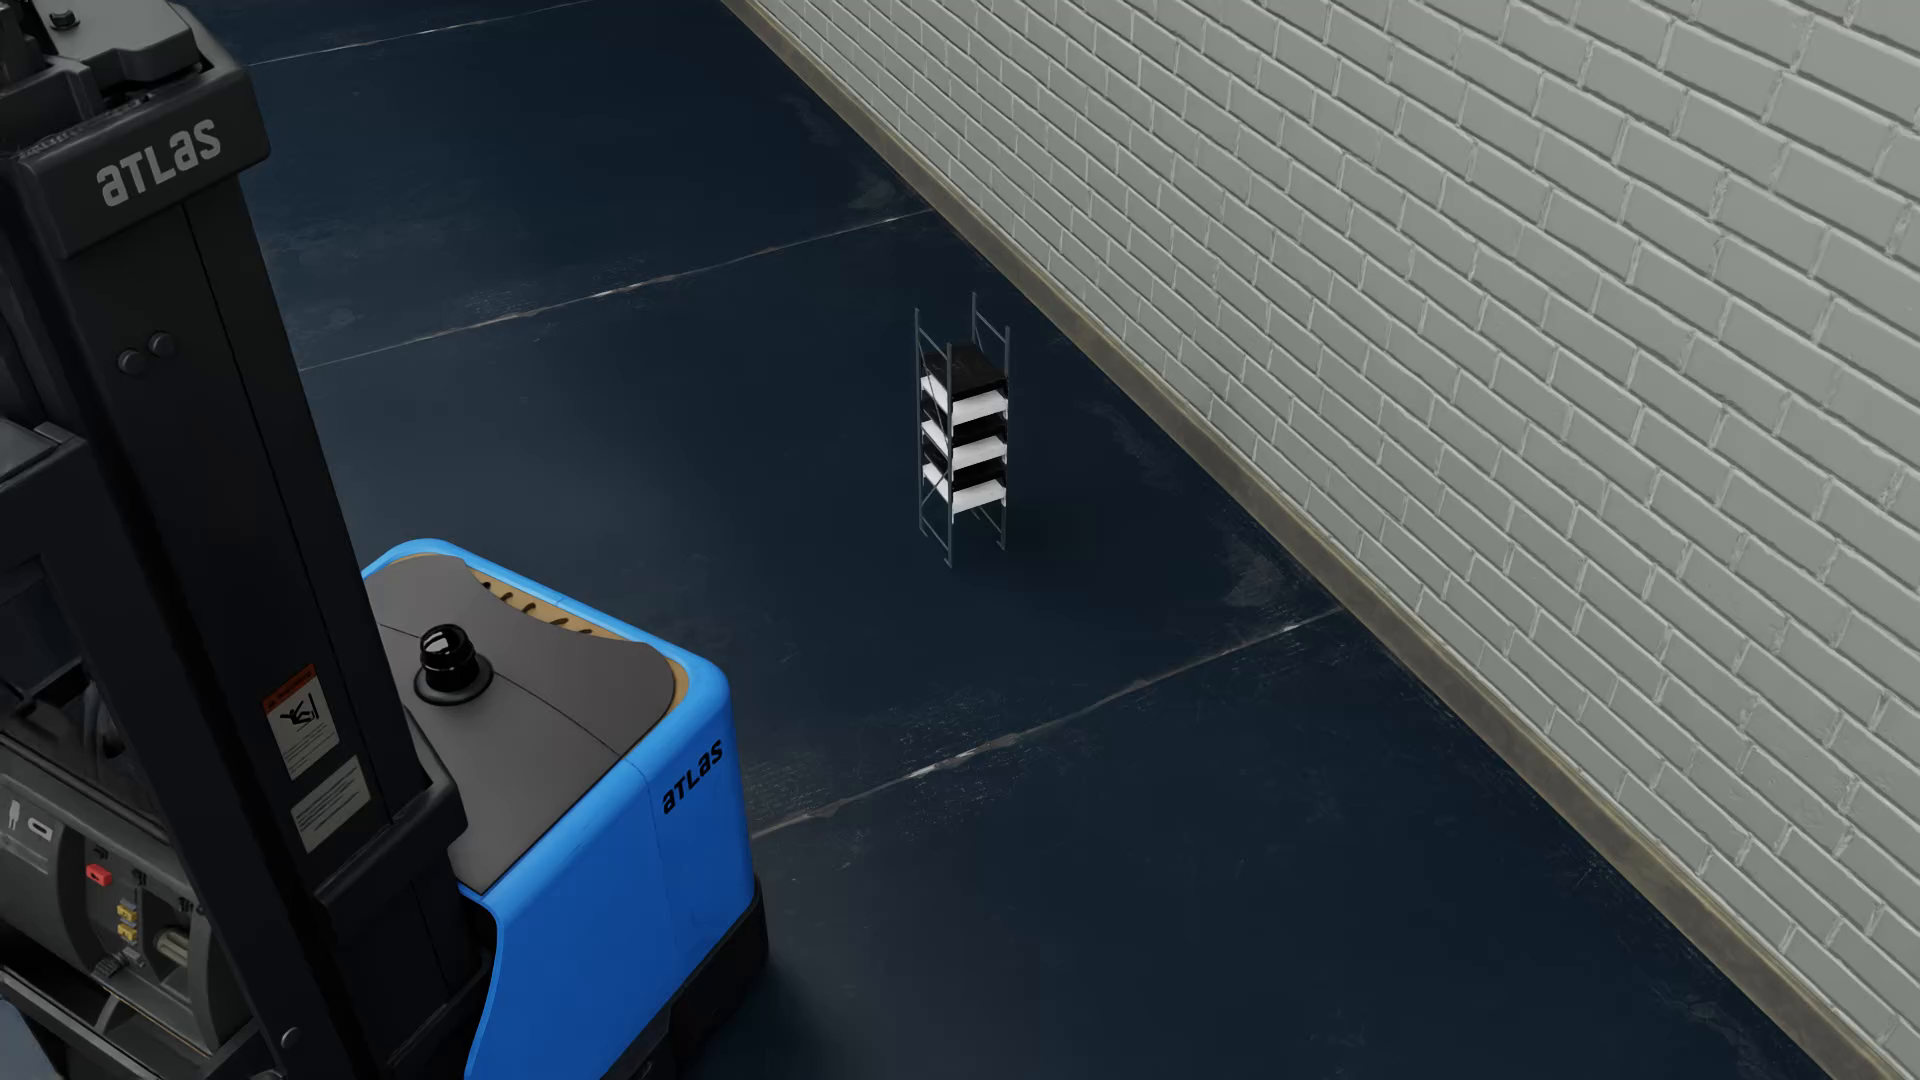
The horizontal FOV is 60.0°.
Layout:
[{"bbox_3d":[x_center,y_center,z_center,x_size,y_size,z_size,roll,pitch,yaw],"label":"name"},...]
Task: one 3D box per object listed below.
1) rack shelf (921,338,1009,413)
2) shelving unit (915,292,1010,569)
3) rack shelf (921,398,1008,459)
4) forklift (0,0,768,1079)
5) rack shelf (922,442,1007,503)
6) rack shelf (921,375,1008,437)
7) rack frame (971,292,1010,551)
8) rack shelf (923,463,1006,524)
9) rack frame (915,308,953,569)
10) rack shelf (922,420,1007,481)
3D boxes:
[{"bbox_3d":[0.007,-0.527,5.309,0.200,0.077,0.258,-19,44,-21],"label":"rack shelf"},{"bbox_3d":[0.007,-0.346,5.462,0.210,0.900,0.258,-19,44,-21],"label":"shelving unit"},{"bbox_3d":[0.007,-0.389,5.426,0.200,0.077,0.258,-19,44,-21],"label":"rack shelf"},{"bbox_3d":[-1.695,0.649,2.715,1.130,2.935,3.031,21,45,23],"label":"forklift"},{"bbox_3d":[0.007,-0.252,5.542,0.200,0.077,0.258,-19,44,-21],"label":"rack shelf"},{"bbox_3d":[0.007,-0.458,5.367,0.200,0.077,0.258,-19,44,-21],"label":"rack shelf"},{"bbox_3d":[0.097,-0.376,5.498,0.006,0.900,0.240,-19,44,-21],"label":"rack frame"},{"bbox_3d":[0.007,-0.183,5.600,0.200,0.077,0.258,-19,44,-21],"label":"rack shelf"},{"bbox_3d":[-0.083,-0.316,5.426,0.006,0.900,0.240,-19,44,-21],"label":"rack frame"},{"bbox_3d":[0.007,-0.320,5.484,0.200,0.077,0.258,-19,44,-21],"label":"rack shelf"}]
